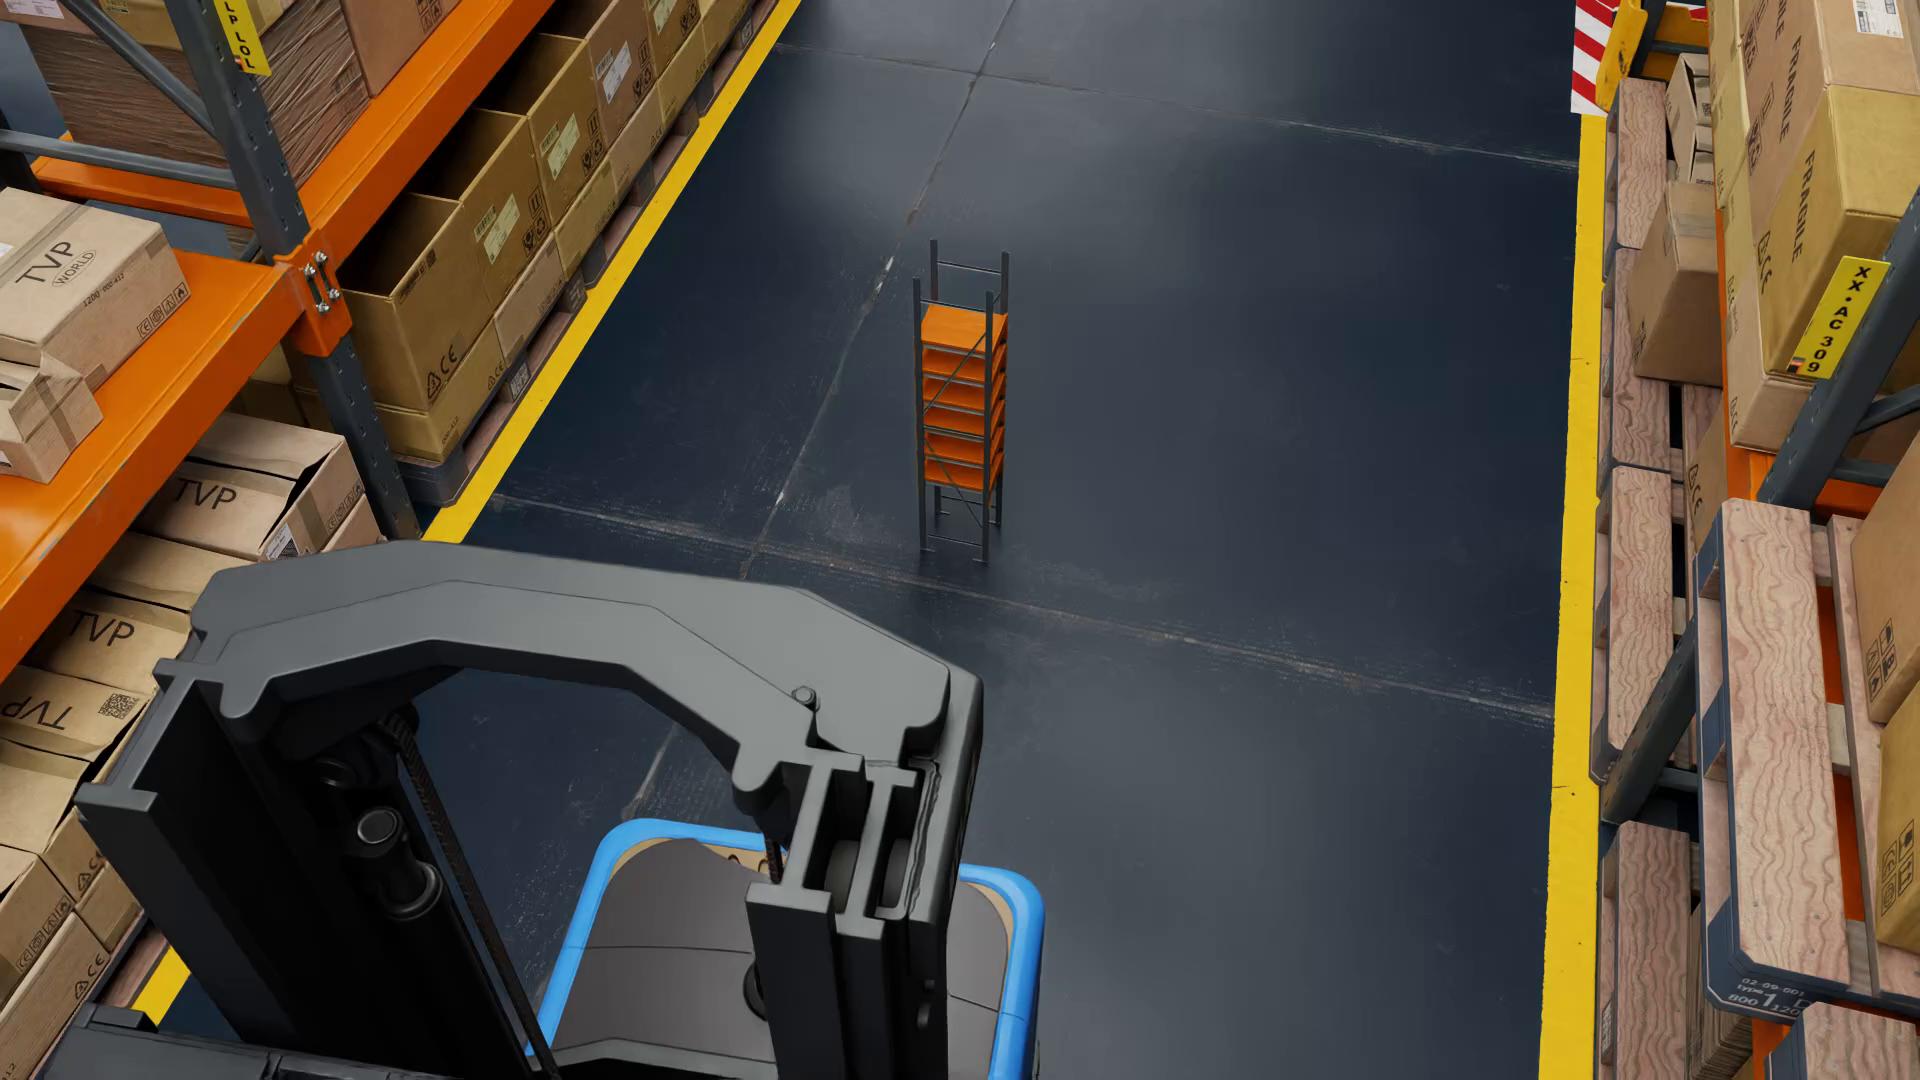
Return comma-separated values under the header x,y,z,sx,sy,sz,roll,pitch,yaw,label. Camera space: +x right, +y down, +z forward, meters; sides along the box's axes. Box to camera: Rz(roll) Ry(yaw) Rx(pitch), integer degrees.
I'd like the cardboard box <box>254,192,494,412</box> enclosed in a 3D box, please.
x,y,z,sx,sy,sz,roll,pitch,yaw,label
-1.934,-0.814,5.521,0.500,0.500,0.500,12,50,10,cardboard box

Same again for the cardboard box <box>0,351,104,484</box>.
x,y,z,sx,sy,sz,roll,pitch,yaw,label
-2.412,-0.346,4.145,0.396,0.266,0.258,10,49,9,cardboard box

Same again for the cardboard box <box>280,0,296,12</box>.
x,y,z,sx,sy,sz,roll,pitch,yaw,label
-2.034,-1.649,4.705,0.380,0.149,0.250,12,50,11,cardboard box

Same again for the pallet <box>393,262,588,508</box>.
x,y,z,sx,sy,sz,roll,pitch,yaw,label
-2.108,-0.707,6.233,1.003,0.211,1.213,12,50,10,pallet

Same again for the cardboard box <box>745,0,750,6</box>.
x,y,z,sx,sy,sz,roll,pitch,yaw,label
-1.161,-2.739,7.721,0.500,0.250,0.500,12,50,10,cardboard box

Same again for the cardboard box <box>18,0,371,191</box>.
x,y,z,sx,sy,sz,roll,pitch,yaw,label
-2.247,-1.418,4.935,0.700,0.500,0.500,10,49,9,cardboard box

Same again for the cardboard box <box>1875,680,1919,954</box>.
x,y,z,sx,sy,sz,roll,pitch,yaw,label
2.101,0.497,2.950,0.700,0.500,0.500,16,51,14,cardboard box

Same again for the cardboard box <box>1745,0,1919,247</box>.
x,y,z,sx,sy,sz,roll,pitch,yaw,label
2.374,-1.059,4.270,0.500,0.500,0.500,11,50,10,cardboard box

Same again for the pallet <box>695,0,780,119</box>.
x,y,z,sx,sy,sz,roll,pitch,yaw,label
-1.466,-2.472,7.791,1.003,0.211,1.213,12,50,10,pallet

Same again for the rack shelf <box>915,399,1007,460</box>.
x,y,z,sx,sy,sz,roll,pitch,yaw,label
0.004,-0.378,5.343,0.258,0.103,0.180,12,50,10,rack shelf

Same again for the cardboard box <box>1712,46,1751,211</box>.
x,y,z,sx,sy,sz,roll,pitch,yaw,label
2.511,-1.173,4.872,0.500,0.250,0.500,11,50,10,cardboard box

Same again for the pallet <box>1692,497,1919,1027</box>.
x,y,z,sx,sy,sz,roll,pitch,yaw,label
2.081,0.499,3.437,1.003,0.211,1.213,12,50,10,pallet

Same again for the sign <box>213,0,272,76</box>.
x,y,z,sx,sy,sz,roll,pitch,yaw,label
-1.832,-1.320,4.195,0.100,0.325,0.005,12,50,10,sign

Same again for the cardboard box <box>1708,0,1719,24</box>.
x,y,z,sx,sy,sz,roll,pitch,yaw,label
2.778,-1.903,5.515,0.500,0.250,0.500,11,49,9,cardboard box

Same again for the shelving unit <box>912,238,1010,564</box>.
x,y,z,sx,sy,sz,roll,pitch,yaw,label
0.004,-0.408,5.309,0.258,1.200,0.189,12,50,10,shelving unit

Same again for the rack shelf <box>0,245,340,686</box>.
x,y,z,sx,sy,sz,roll,pitch,yaw,label
-2.884,0.622,3.681,1.077,0.370,4.000,12,50,10,rack shelf

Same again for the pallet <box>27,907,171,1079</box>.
x,y,z,sx,sy,sz,roll,pitch,yaw,label
-2.833,1.285,4.475,1.003,0.211,1.213,12,50,10,pallet

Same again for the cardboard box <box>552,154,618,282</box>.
x,y,z,sx,sy,sz,roll,pitch,yaw,label
-1.670,-1.289,6.441,0.500,0.250,0.500,12,50,10,cardboard box

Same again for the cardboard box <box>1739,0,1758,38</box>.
x,y,z,sx,sy,sz,roll,pitch,yaw,label
2.653,-1.797,4.922,0.500,0.500,0.500,13,50,11,cardboard box

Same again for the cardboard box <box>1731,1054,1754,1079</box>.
x,y,z,sx,sy,sz,roll,pitch,yaw,label
2.157,1.513,3.788,0.700,0.500,0.500,11,49,9,cardboard box

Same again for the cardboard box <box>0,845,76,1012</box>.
x,y,z,sx,sy,sz,roll,pitch,yaw,label
-2.588,0.973,4.071,0.500,0.311,0.500,11,49,10,cardboard box

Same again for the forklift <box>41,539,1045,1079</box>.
x,y,z,sx,sy,sz,roll,pitch,yaw,label
-0.546,1.514,2.459,1.130,2.935,3.031,7,49,6,forklift

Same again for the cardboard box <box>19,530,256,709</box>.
x,y,z,sx,sy,sz,roll,pitch,yaw,label
-2.319,0.249,4.709,0.500,0.311,0.500,13,50,11,cardboard box

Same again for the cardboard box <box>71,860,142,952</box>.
x,y,z,sx,sy,sz,roll,pitch,yaw,label
-2.456,0.801,4.597,0.500,0.250,0.500,13,50,11,cardboard box

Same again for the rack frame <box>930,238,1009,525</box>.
x,y,z,sx,sy,sz,roll,pitch,yaw,label
0.028,-0.474,5.368,0.240,1.200,0.006,12,50,10,rack frame

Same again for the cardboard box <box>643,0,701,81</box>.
x,y,z,sx,sy,sz,roll,pitch,yaw,label
-1.408,-2.261,6.798,0.500,0.500,0.500,12,50,10,cardboard box

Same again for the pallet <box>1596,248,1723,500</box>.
x,y,z,sx,sy,sz,roll,pitch,yaw,label
2.884,-0.544,6.089,1.003,0.211,1.213,12,50,10,pallet

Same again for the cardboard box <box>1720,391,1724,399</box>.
x,y,z,sx,sy,sz,roll,pitch,yaw,label
2.863,-0.443,5.749,0.380,0.149,0.250,8,49,7,cardboard box

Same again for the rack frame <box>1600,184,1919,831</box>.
x,y,z,sx,sy,sz,roll,pitch,yaw,label
2.422,-0.088,3.827,1.000,3.000,0.127,12,50,10,rack frame

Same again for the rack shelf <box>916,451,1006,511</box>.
x,y,z,sx,sy,sz,roll,pitch,yaw,label
0.004,-0.219,5.523,0.258,0.103,0.180,12,50,10,rack shelf

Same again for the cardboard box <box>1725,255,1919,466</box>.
x,y,z,sx,sy,sz,roll,pitch,yaw,label
2.255,-0.448,4.231,0.500,0.250,0.500,12,50,10,cardboard box

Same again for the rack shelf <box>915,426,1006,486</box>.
x,y,z,sx,sy,sz,roll,pitch,yaw,label
0.004,-0.299,5.433,0.258,0.103,0.180,12,50,10,rack shelf

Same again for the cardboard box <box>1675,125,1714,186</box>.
x,y,z,sx,sy,sz,roll,pitch,yaw,label
3.056,-1.342,6.434,0.500,0.311,0.500,15,50,13,cardboard box

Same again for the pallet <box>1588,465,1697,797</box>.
x,y,z,sx,sy,sz,roll,pitch,yaw,label
2.565,0.342,5.308,1.003,0.211,1.213,12,50,10,pallet

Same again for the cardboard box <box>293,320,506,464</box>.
x,y,z,sx,sy,sz,roll,pitch,yaw,label
-1.943,-0.568,5.804,0.500,0.250,0.500,12,50,10,cardboard box

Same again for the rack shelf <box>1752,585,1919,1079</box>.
x,y,z,sx,sy,sz,roll,pitch,yaw,label
1.896,1.596,2.820,1.077,0.370,4.000,12,50,10,rack shelf

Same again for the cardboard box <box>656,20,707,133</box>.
x,y,z,sx,sy,sz,roll,pitch,yaw,label
-1.411,-2.013,7.080,0.500,0.250,0.500,12,50,10,cardboard box

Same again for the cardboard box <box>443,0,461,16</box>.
x,y,z,sx,sy,sz,roll,pitch,yaw,label
-1.979,-2.163,5.592,0.700,0.500,0.500,12,50,11,cardboard box

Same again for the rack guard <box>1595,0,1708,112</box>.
x,y,z,sx,sy,sz,roll,pitch,yaw,label
3.455,-2.099,7.269,1.175,0.500,0.348,12,50,10,rack guard

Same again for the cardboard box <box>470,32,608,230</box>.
x,y,z,sx,sy,sz,roll,pitch,yaw,label
-1.671,-1.537,6.160,0.500,0.500,0.500,12,50,10,cardboard box
